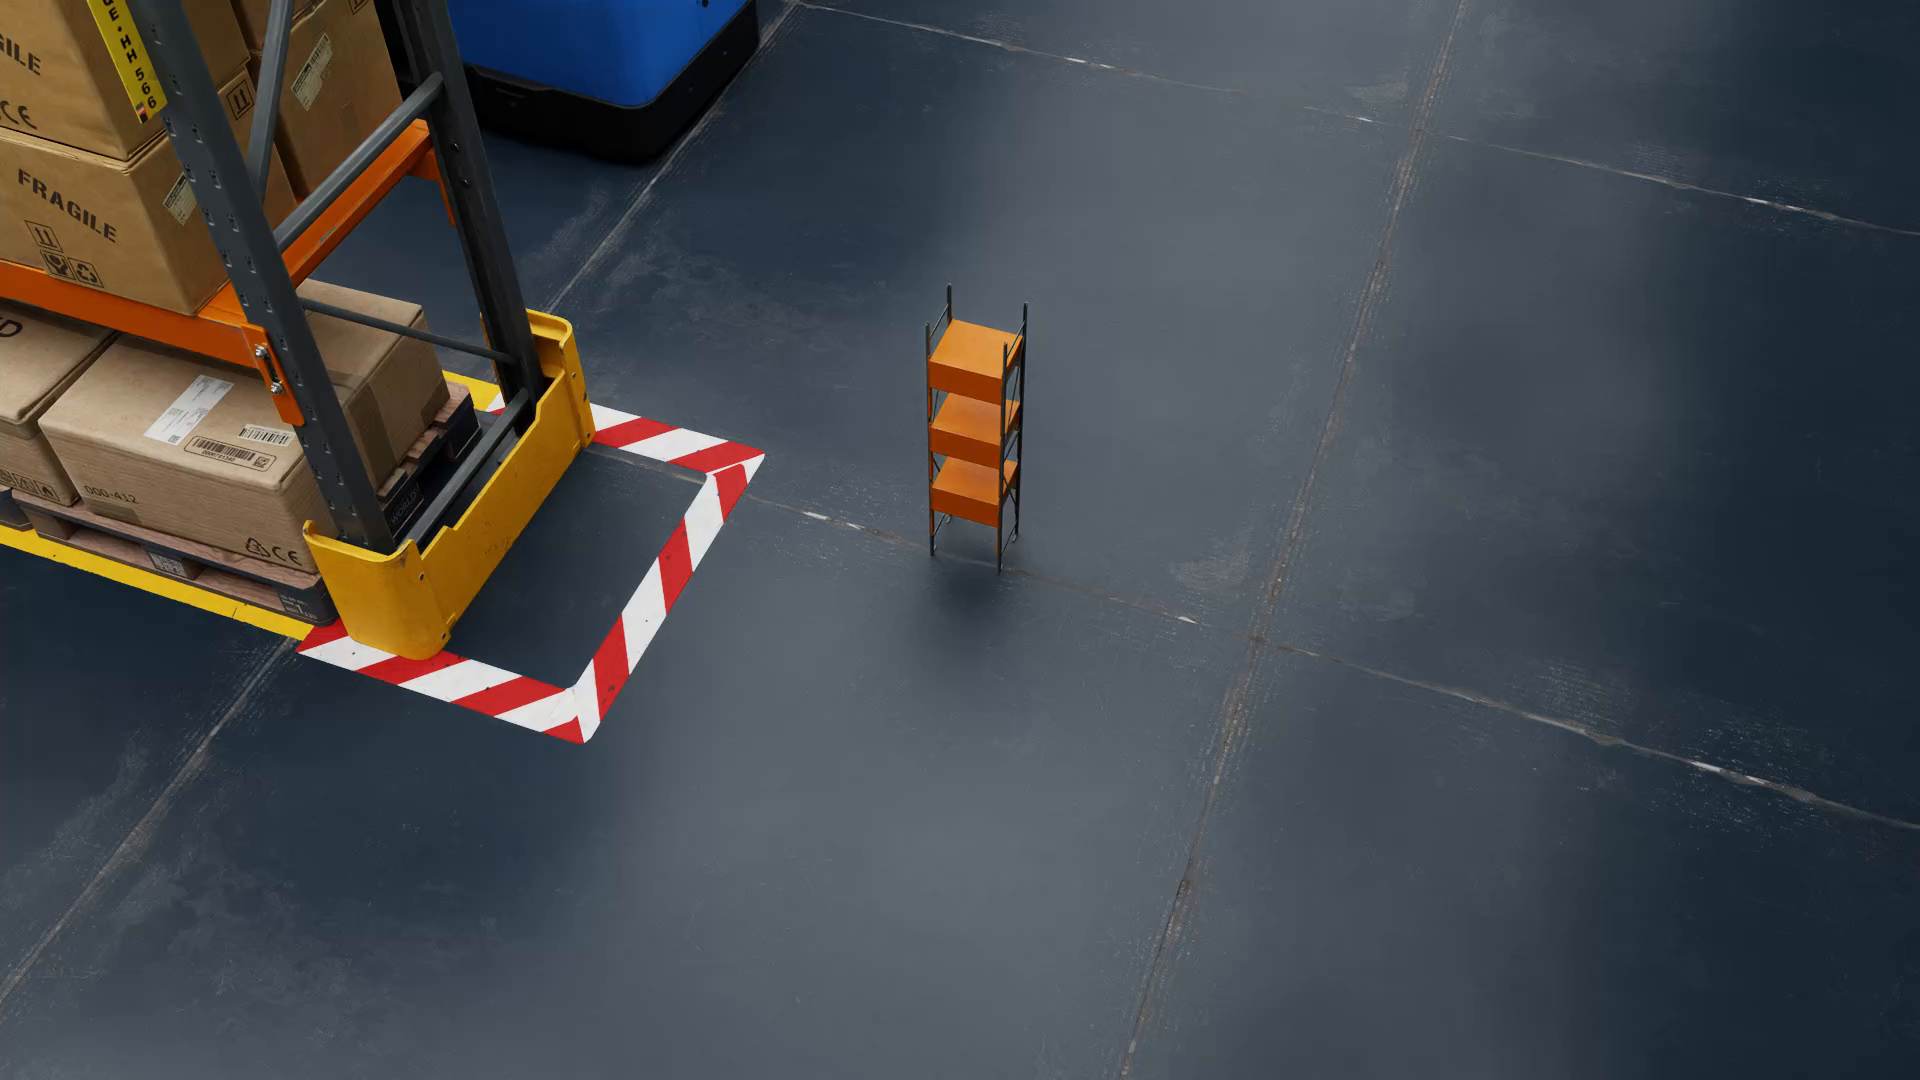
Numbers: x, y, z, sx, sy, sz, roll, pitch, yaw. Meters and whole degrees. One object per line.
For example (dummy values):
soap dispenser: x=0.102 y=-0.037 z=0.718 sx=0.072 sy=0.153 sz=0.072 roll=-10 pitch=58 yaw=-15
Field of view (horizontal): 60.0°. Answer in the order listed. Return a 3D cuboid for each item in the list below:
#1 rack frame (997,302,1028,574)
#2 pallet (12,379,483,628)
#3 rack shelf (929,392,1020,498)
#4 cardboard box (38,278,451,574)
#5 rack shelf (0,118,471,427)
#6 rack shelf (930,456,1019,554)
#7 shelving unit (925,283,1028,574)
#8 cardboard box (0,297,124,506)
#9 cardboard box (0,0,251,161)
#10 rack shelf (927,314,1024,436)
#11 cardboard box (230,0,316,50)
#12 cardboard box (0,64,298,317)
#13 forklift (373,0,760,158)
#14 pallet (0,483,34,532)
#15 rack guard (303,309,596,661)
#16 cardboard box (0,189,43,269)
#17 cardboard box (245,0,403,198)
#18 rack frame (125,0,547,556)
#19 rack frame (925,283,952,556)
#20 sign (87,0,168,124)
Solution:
rack frame: x=0.165 y=-0.298 z=5.313 sx=0.008 sy=1.050 sz=0.200 roll=16 pitch=51 yaw=13
pallet: x=-2.478 y=-0.282 z=5.854 sx=1.213 sy=0.211 sz=1.003 roll=16 pitch=51 yaw=13
rack shelf: x=0.050 y=-0.323 z=5.349 sx=0.240 sy=0.259 sz=0.215 roll=16 pitch=51 yaw=13
cardboard box: x=-2.355 y=-0.441 z=5.565 sx=0.875 sy=0.438 sz=0.875 roll=14 pitch=51 yaw=12
rack shelf: x=-3.577 y=-1.329 z=5.393 sx=4.000 sy=0.370 sz=1.077 roll=16 pitch=51 yaw=13
rack shelf: x=0.050 y=-0.141 z=5.559 sx=0.240 sy=0.259 sz=0.215 roll=16 pitch=51 yaw=13
shelving unit: x=0.050 y=-0.330 z=5.341 sx=0.252 sy=1.050 sz=0.215 roll=16 pitch=51 yaw=13
cardboard box: x=-3.216 y=-0.675 z=5.768 sx=0.875 sy=0.438 sz=0.875 roll=17 pitch=51 yaw=14
cardboard box: x=-2.236 y=-1.359 z=4.215 sx=0.500 sy=0.500 sz=0.500 roll=17 pitch=51 yaw=14
rack shelf: x=0.050 y=-0.509 z=5.135 sx=0.240 sy=0.259 sz=0.215 roll=16 pitch=51 yaw=13
cardboard box: x=-2.053 y=-1.729 z=4.536 sx=0.500 sy=0.500 sz=0.500 roll=15 pitch=51 yaw=12
cardboard box: x=-2.245 y=-1.012 z=4.576 sx=0.500 sy=0.500 sz=0.500 roll=16 pitch=51 yaw=13
forklift: x=-2.482 y=-3.345 z=6.710 sx=3.031 sy=2.935 sz=1.130 roll=19 pitch=52 yaw=15
pallet: x=-3.619 y=-0.602 z=6.132 sx=1.213 sy=0.211 sz=1.003 roll=16 pitch=51 yaw=13
rack guard: x=-1.679 y=-0.216 z=5.606 sx=0.348 sy=0.500 sz=1.175 roll=16 pitch=51 yaw=13
cardboard box: x=-2.711 y=-1.155 z=4.700 sx=0.500 sy=0.500 sz=0.500 roll=15 pitch=51 yaw=12
cardboard box: x=-2.052 y=-1.403 z=4.915 sx=0.500 sy=0.500 sz=0.500 roll=15 pitch=51 yaw=13
rack frame: x=-1.701 y=-1.041 z=4.667 sx=0.127 sy=3.000 sz=1.000 roll=16 pitch=51 yaw=13
rack frame: x=-0.064 y=-0.362 z=5.369 sx=0.008 sy=1.050 sz=0.200 roll=16 pitch=51 yaw=13
sign: x=-1.902 y=-1.117 z=3.810 sx=0.005 sy=0.325 sz=0.100 roll=16 pitch=51 yaw=13
